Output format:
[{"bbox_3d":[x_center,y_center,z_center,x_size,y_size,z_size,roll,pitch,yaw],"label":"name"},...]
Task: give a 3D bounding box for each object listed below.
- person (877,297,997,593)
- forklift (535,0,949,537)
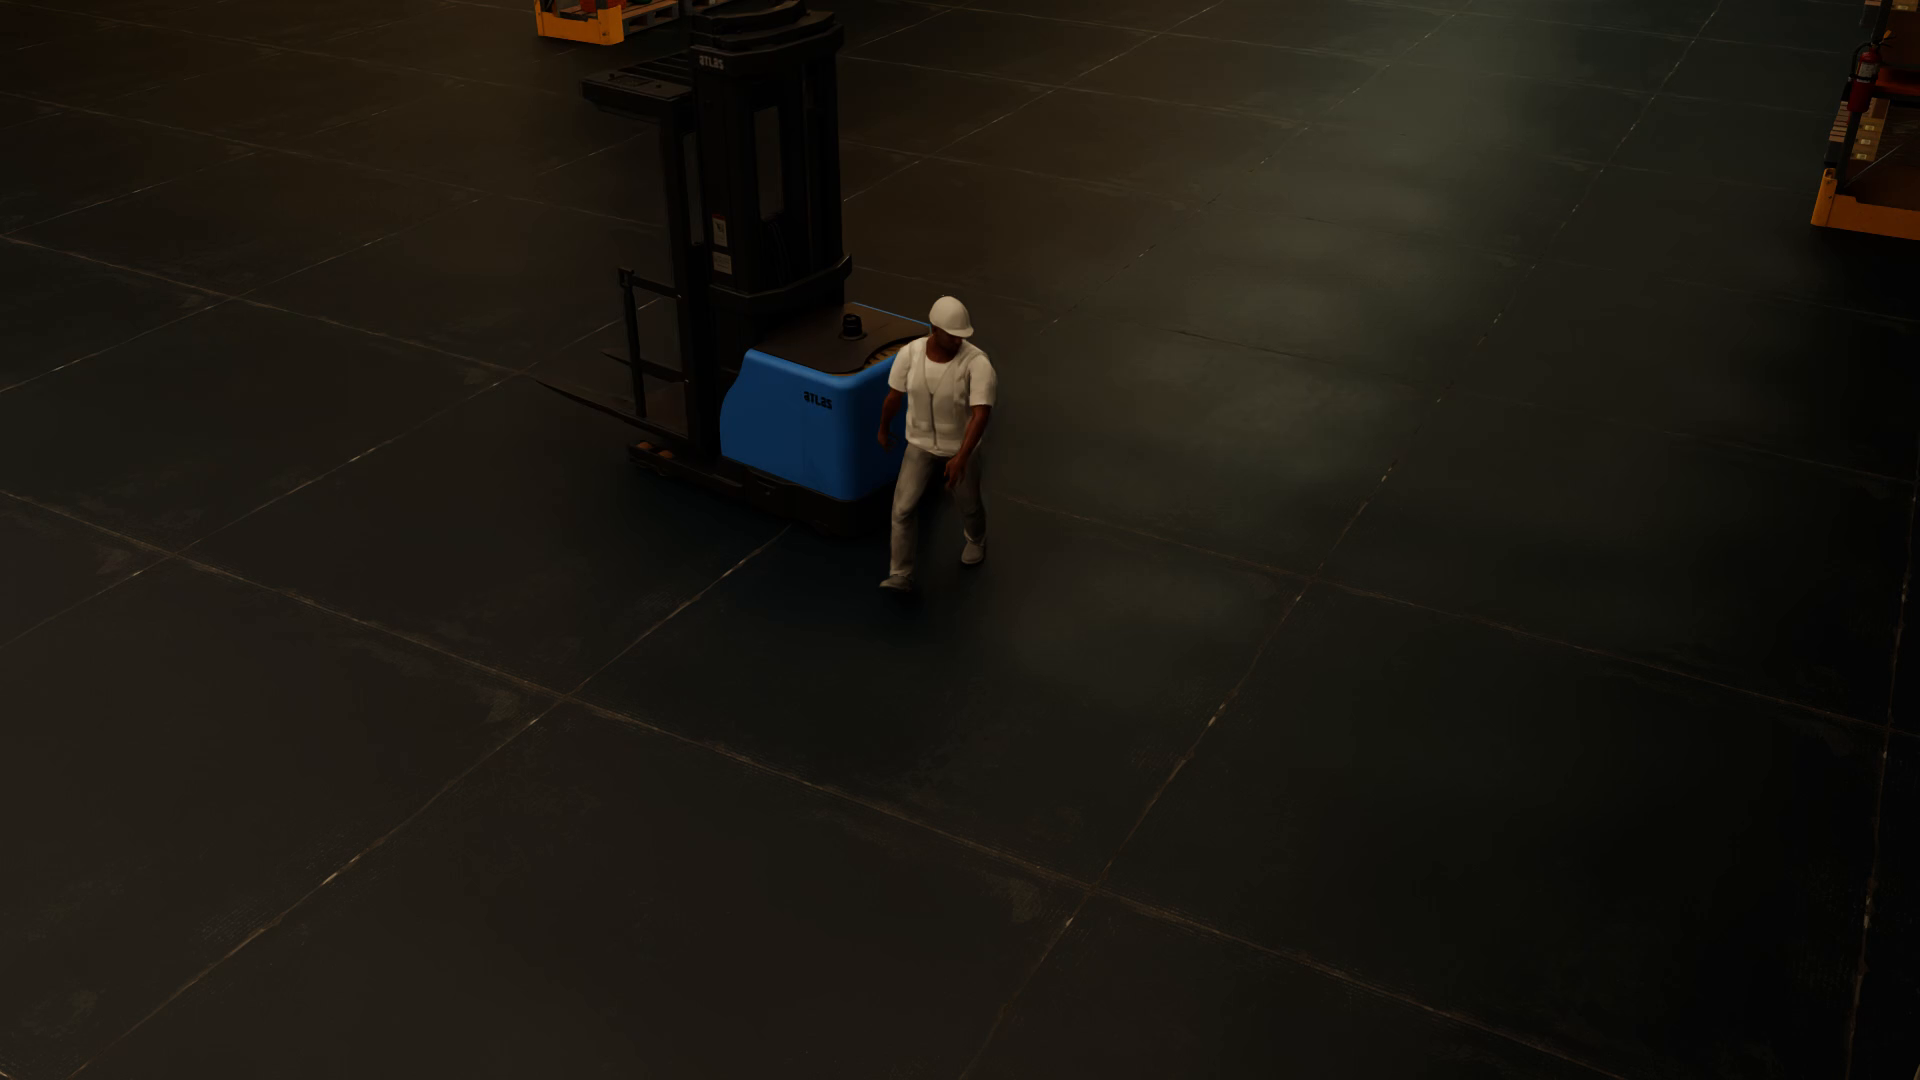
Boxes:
[{"bbox_3d":[-0.160,-0.524,9.233,0.725,1.718,0.880,7,31,13],"label":"person"},{"bbox_3d":[-1.530,-1.867,10.306,3.031,2.935,1.130,21,36,31],"label":"forklift"}]
